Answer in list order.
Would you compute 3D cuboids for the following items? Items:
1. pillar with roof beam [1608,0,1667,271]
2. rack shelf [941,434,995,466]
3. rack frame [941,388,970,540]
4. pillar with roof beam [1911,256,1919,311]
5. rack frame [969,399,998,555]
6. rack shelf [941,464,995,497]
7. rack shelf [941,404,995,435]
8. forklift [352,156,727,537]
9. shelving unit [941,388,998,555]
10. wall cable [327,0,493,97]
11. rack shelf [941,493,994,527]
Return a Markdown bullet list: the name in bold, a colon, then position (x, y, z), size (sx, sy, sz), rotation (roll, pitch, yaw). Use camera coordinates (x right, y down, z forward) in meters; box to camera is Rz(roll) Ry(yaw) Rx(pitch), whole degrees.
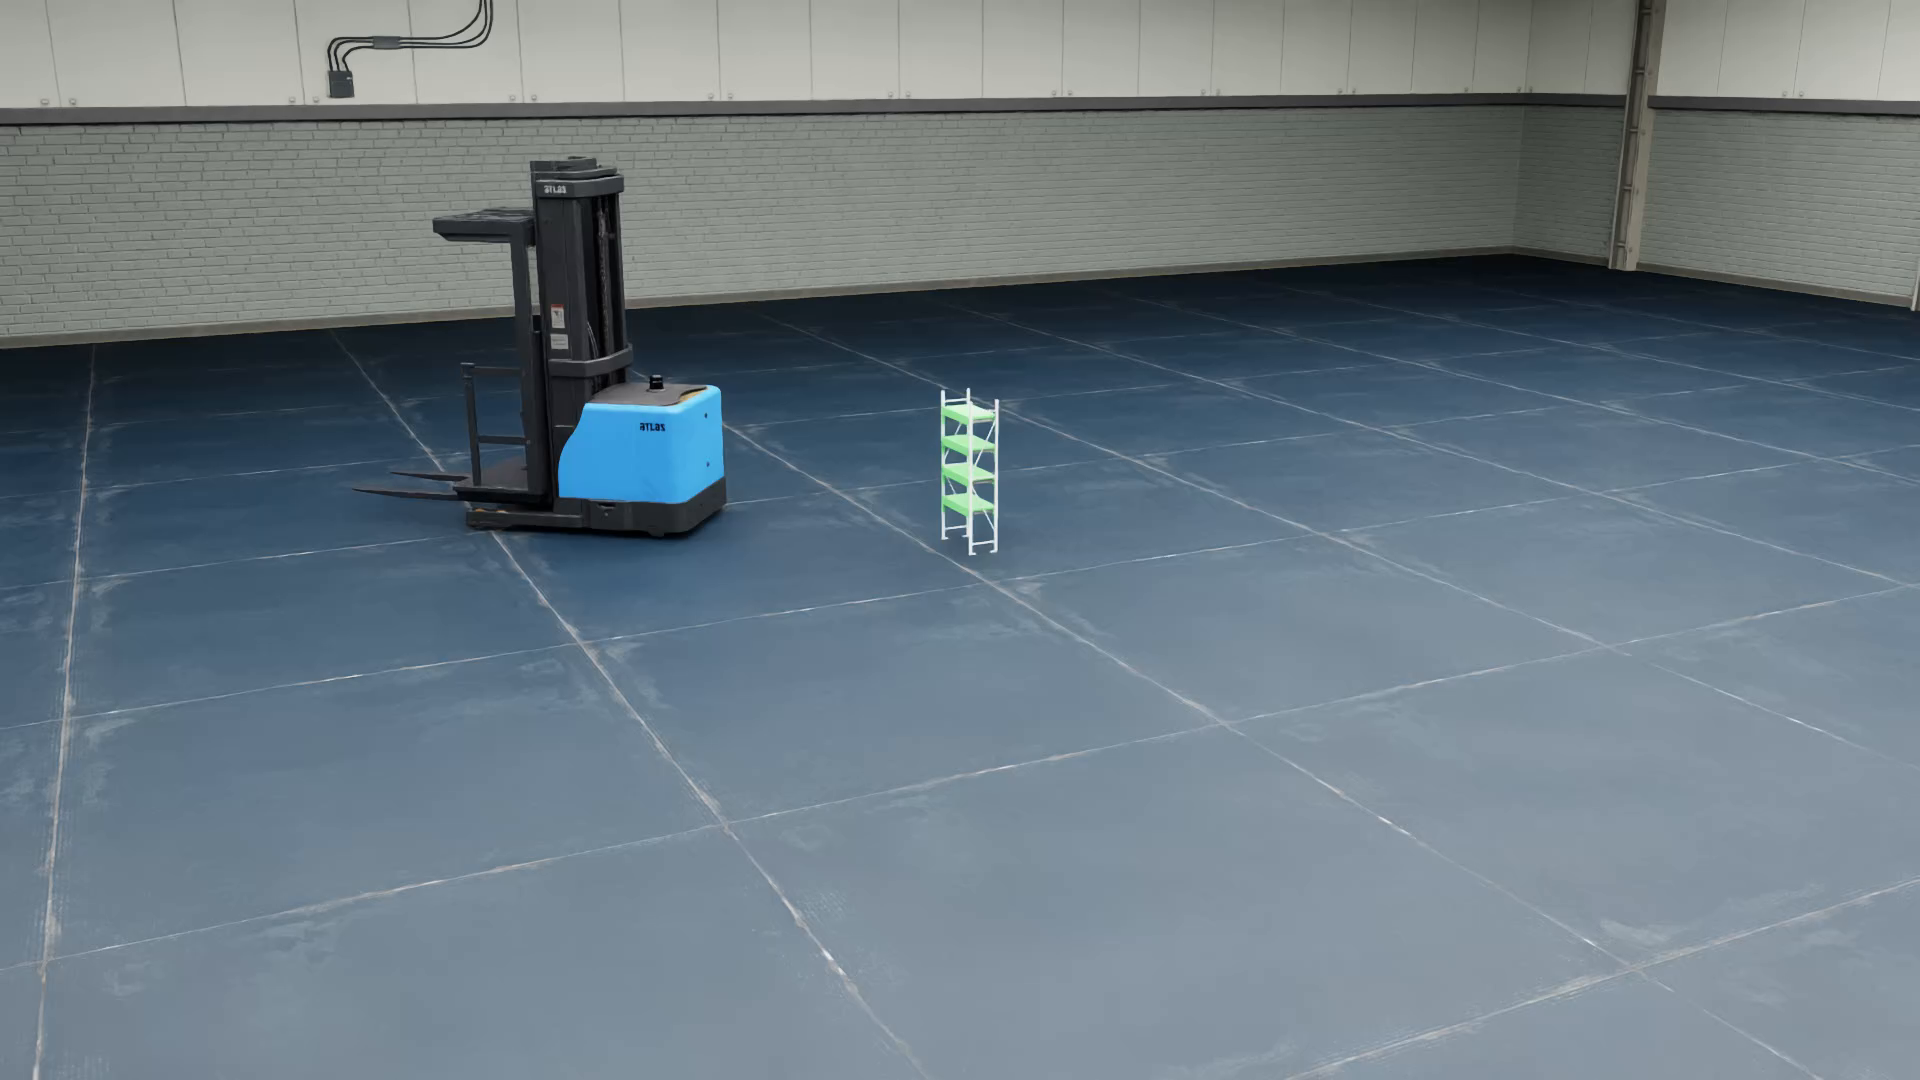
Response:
- **pillar with roof beam**: position (8.322, -8.786, 27.553), size (9.100, 9.000, 0.400), rotation (-8, 18, -25)
- **rack shelf**: position (0.073, -0.705, 12.894), size (0.258, 0.148, 0.480), rotation (-8, 18, -25)
- **rack frame**: position (-0.034, -0.596, 13.153), size (0.240, 1.200, 0.015), rotation (-8, 18, -25)
- **pillar with roof beam**: position (10.951, -7.298, 22.369), size (9.100, 9.000, 0.400), rotation (-8, 18, -25)
- **rack frame**: position (0.179, -0.475, 12.731), size (0.240, 1.200, 0.015), rotation (-8, 18, -25)
- **rack shelf**: position (0.073, -0.474, 12.960), size (0.258, 0.148, 0.480), rotation (-8, 18, -25)
- **rack shelf**: position (0.073, -0.936, 12.827), size (0.258, 0.148, 0.480), rotation (-8, 18, -25)
- **forklift**: position (-3.547, -1.622, 13.591), size (3.031, 2.935, 1.130), rotation (3, 16, 12)
- **shelving unit**: position (0.073, -0.536, 12.942), size (0.258, 1.200, 0.503), rotation (-8, 18, -25)
- **wall cable**: position (-7.685, -9.168, 22.719), size (2.305, 6.003, 0.169), rotation (-8, 18, -25)
- **rack shelf**: position (0.073, -0.244, 13.026), size (0.258, 0.148, 0.480), rotation (-8, 18, -25)
